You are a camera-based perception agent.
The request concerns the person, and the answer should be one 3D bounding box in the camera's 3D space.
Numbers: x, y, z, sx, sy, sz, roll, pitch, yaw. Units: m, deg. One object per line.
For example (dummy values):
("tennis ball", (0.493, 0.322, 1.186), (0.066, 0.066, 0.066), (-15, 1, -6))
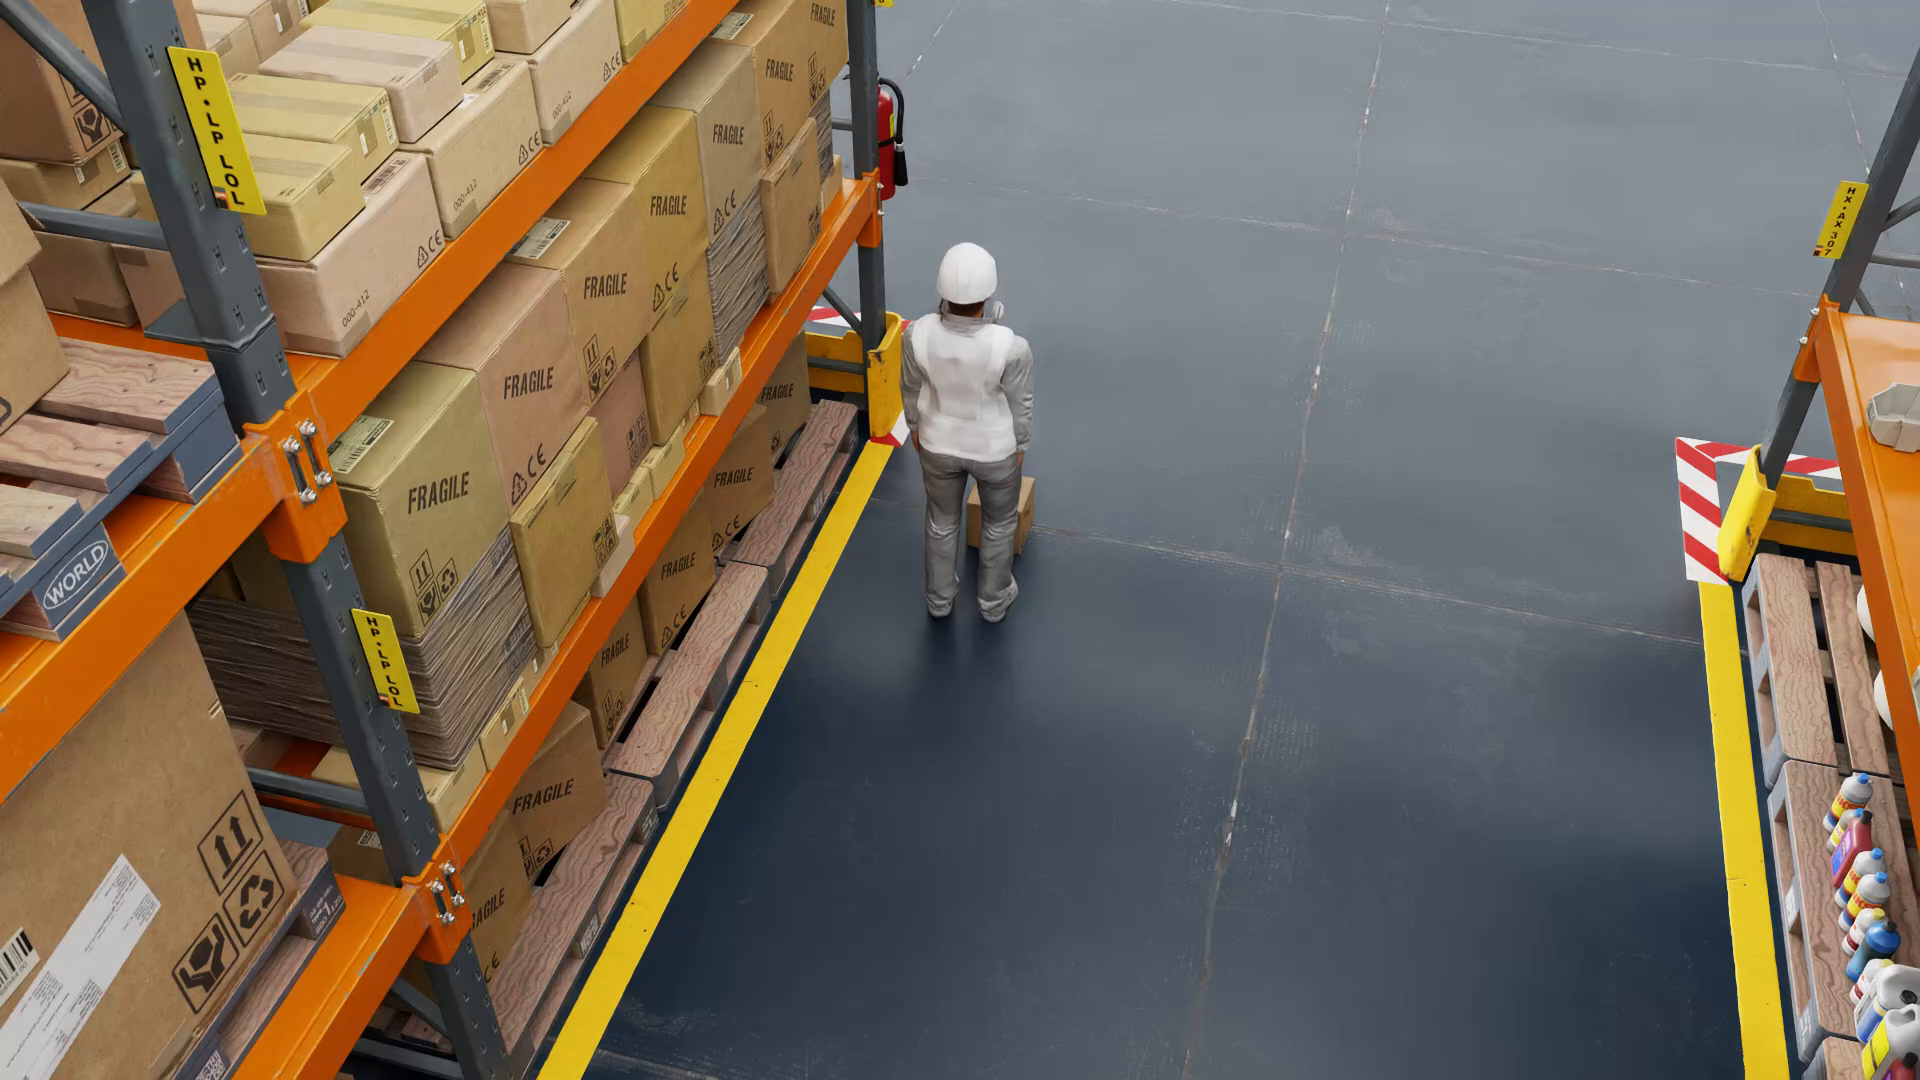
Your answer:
("person", (0.031, -0.407, 6.622), (0.536, 1.776, 0.360), (10, 42, 11))
